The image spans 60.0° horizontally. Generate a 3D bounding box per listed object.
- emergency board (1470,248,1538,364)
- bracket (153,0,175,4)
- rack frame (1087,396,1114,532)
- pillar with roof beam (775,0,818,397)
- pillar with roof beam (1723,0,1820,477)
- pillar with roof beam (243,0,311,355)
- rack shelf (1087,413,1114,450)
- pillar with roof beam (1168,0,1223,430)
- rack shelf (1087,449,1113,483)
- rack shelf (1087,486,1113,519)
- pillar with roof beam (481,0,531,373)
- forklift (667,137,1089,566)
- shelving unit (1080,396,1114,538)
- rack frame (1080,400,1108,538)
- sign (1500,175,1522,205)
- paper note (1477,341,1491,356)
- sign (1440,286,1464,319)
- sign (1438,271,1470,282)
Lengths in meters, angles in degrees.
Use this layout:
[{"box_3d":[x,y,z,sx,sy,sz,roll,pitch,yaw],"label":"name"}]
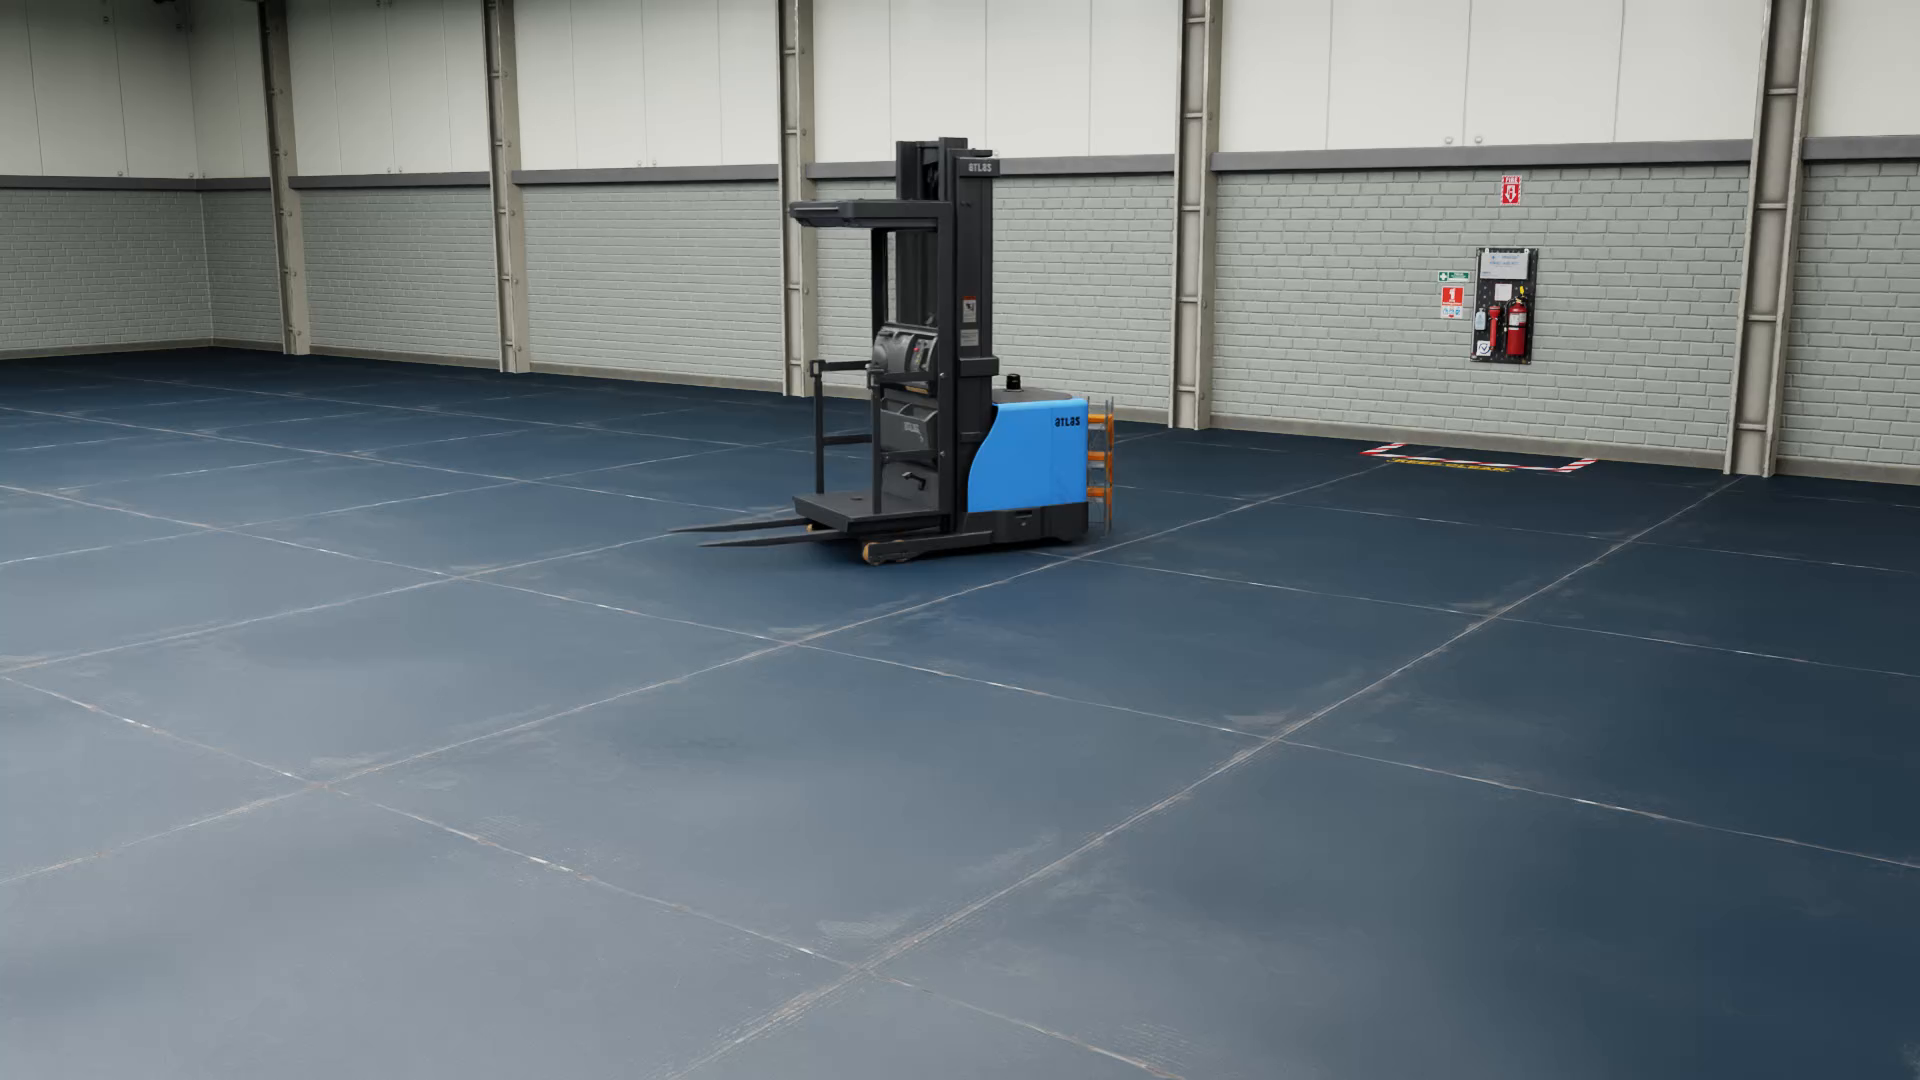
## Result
[{"box_3d":[5.526,-2.387,16.973,0.643,1.169,0.194,8,13,36],"label":"emergency board"},{"box_3d":[-14.303,-9.773,29.880,0.430,0.232,0.235,8,13,36],"label":"bracket"},{"box_3d":[1.070,-0.580,12.763,0.200,1.050,0.008,3,11,15],"label":"rack frame"},{"box_3d":[-4.725,-5.739,18.504,0.400,9.000,9.100,8,13,36],"label":"pillar with roof beam"},{"box_3d":[4.947,-4.390,11.530,0.400,9.000,9.100,8,13,36],"label":"pillar with roof beam"},{"box_3d":[-14.397,-7.088,25.478,0.548,9.000,9.100,8,13,36],"label":"pillar with roof beam"},{"box_3d":[1.039,-0.826,12.595,0.215,0.259,0.240,3,11,15],"label":"rack shelf"},{"box_3d":[0.111,-5.065,15.017,0.400,9.000,9.100,8,13,36],"label":"pillar with roof beam"},{"box_3d":[1.039,-0.547,12.649,0.215,0.259,0.240,3,11,15],"label":"rack shelf"},{"box_3d":[1.039,-0.274,12.701,0.215,0.259,0.240,3,11,15],"label":"rack shelf"},{"box_3d":[-9.561,-6.414,21.991,0.400,9.000,9.100,8,13,36],"label":"pillar with roof beam"},{"box_3d":[-0.582,-1.374,11.916,3.031,2.935,1.130,-6,12,-28],"label":"forklift"},{"box_3d":[1.039,-0.558,12.647,0.215,1.050,0.252,3,11,15],"label":"shelving unit"},{"box_3d":[1.008,-0.535,12.531,0.200,1.050,0.008,3,11,15],"label":"rack frame"},{"box_3d":[5.579,-3.542,16.837,0.199,0.298,0.001,8,13,36],"label":"sign"},{"box_3d":[5.425,-1.985,17.214,0.142,0.148,0.016,8,13,36],"label":"paper note"},{"box_3d":[5.142,-2.483,17.373,0.234,0.329,0.001,8,13,36],"label":"sign"},{"box_3d":[5.140,-2.741,17.313,0.331,0.109,0.001,8,13,36],"label":"sign"}]
